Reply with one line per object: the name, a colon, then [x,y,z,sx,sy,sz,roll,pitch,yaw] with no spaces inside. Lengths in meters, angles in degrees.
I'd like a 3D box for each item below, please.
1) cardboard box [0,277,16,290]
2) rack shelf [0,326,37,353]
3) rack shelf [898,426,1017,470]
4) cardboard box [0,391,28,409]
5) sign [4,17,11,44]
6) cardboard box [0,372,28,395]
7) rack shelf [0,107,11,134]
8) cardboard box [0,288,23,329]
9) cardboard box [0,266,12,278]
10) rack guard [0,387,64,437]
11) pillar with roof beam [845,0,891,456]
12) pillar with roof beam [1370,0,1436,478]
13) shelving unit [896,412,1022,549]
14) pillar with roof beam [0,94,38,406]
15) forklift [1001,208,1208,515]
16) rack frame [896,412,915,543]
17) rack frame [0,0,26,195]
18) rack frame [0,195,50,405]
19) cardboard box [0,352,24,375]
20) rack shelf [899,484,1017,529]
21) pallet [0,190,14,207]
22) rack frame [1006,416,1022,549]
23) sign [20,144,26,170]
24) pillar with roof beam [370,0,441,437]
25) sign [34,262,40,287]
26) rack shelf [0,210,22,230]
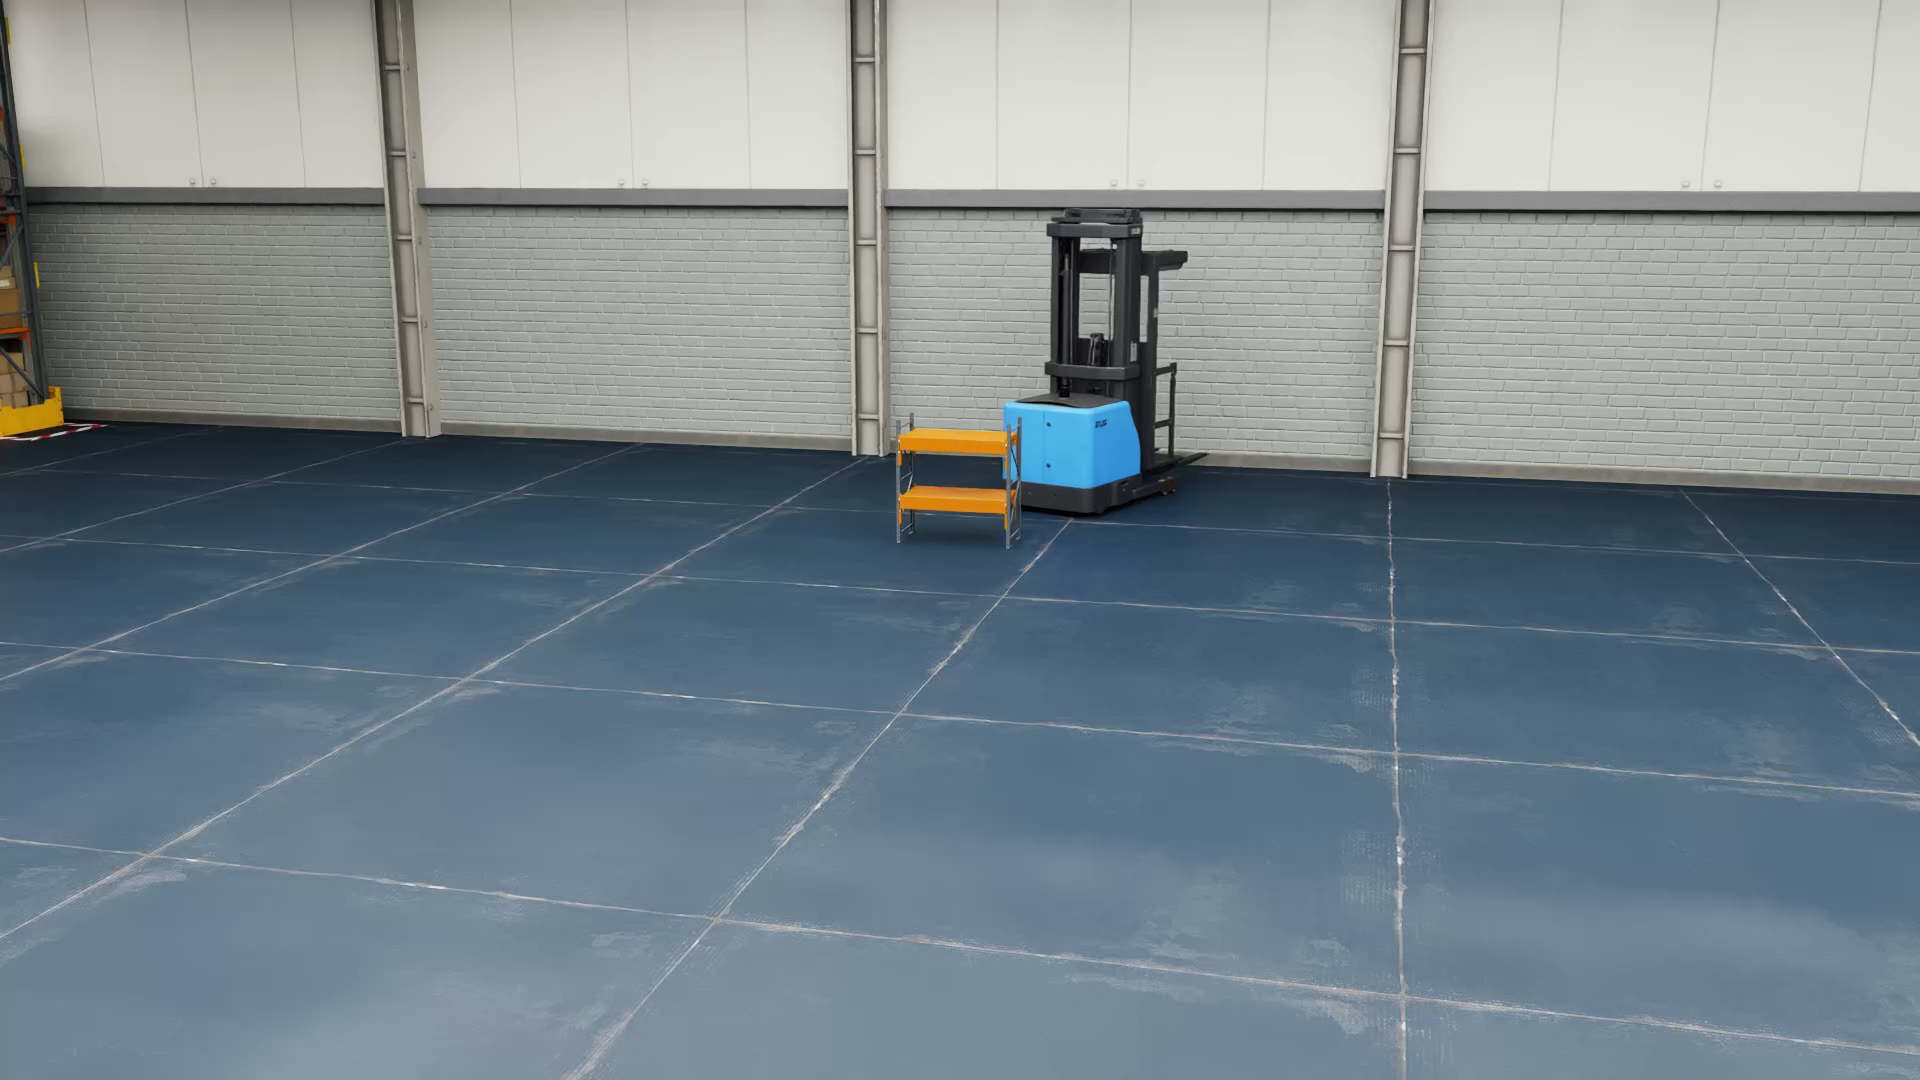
cardboard box: [-12.518,-3.332,21.597,0.250,0.149,0.380,3,13,12]
rack shelf: [-14.193,-2.647,21.899,4.000,0.370,1.077,3,13,14]
rack shelf: [-0.007,-0.835,15.050,1.000,0.278,0.538,3,13,14]
cardboard box: [-12.681,-1.823,21.905,0.500,0.250,0.500,3,13,14]
sign: [-12.112,-6.473,21.109,0.005,0.325,0.100,3,13,14]
cardboard box: [-12.658,-2.069,21.858,0.500,0.250,0.500,3,13,15]
rack shelf: [-14.193,-5.380,21.292,4.000,0.370,1.077,3,13,14]
cardboard box: [-12.665,-3.027,21.721,0.500,0.500,0.500,3,13,15]
cardboard box: [-12.526,-3.467,21.521,0.250,0.149,0.380,3,13,12]
rack guard: [-12.228,-1.672,21.618,0.348,0.500,1.175,3,13,14]
pillar with roof beam: [-2.092,-4.520,14.833,0.400,9.000,9.100,3,13,14]
pillar with roof beam: [3.733,-4.209,13.429,0.400,9.000,9.100,3,13,14]
shelving unit: [-0.007,-0.549,15.113,1.048,1.125,0.538,3,13,14]
pillar with roof beam: [-13.742,-5.143,17.640,0.400,9.000,9.100,3,13,14]
forklift: [1.652,-1.949,17.250,1.130,2.935,3.031,8,15,33]
rack frame: [-0.500,-0.576,15.232,0.032,1.125,0.500,3,13,14]
rack frame: [-12.251,-5.823,20.703,0.127,3.000,1.000,3,13,14]
rack frame: [-12.251,-2.894,21.353,0.127,3.000,1.000,3,13,14]
cardboard box: [-12.672,-2.310,21.789,0.500,0.250,0.500,3,13,13]
rack shelf: [-0.007,-0.311,15.166,1.000,0.278,0.538,3,13,14]
pallet: [-12.931,-4.357,21.227,1.213,0.211,1.003,3,13,14]
rack frame: [0.487,-0.523,14.995,0.032,1.125,0.500,3,13,14]
sign: [-12.112,-4.940,21.449,0.005,0.325,0.100,3,13,14]
pillar with roof beam: [-7.917,-4.832,16.236,0.400,9.000,9.100,3,13,14]
sign: [-12.112,-3.472,21.775,0.005,0.325,0.100,3,13,14]
rack shelf: [-14.193,-4.111,21.574,4.000,0.370,1.077,3,13,14]
